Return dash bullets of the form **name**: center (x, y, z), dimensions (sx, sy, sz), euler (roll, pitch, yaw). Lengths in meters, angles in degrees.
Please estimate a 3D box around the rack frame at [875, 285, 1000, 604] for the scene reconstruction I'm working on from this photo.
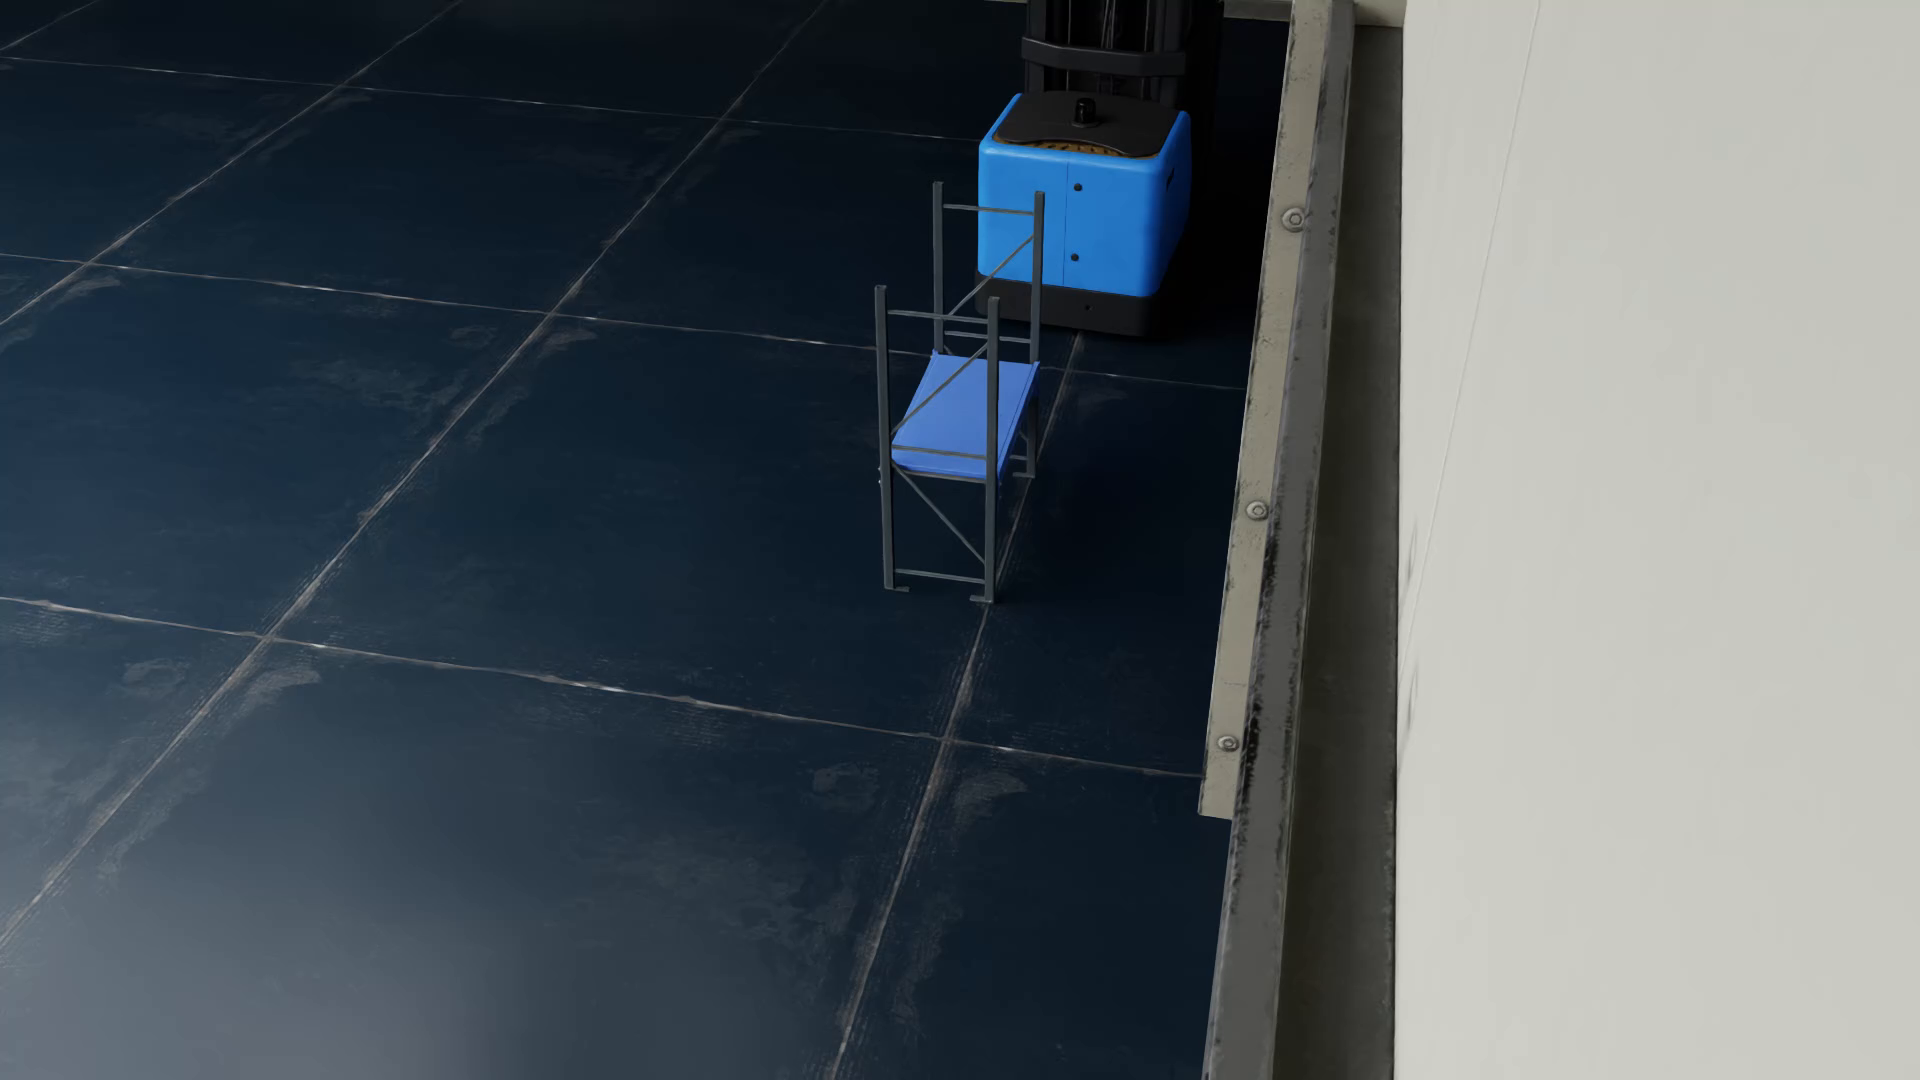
- **rack frame**: center (-0.090, -0.365, 6.975), dimensions (0.500, 1.500, 0.032), euler (7, 37, 10)

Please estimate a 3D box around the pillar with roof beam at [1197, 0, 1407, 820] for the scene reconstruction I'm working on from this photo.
- **pillar with roof beam**: center (-3.111, -3.237, 4.548), dimensions (9.100, 9.000, 0.400), euler (7, 37, 10)

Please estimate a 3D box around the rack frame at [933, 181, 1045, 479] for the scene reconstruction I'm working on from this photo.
- **rack frame**: center (0.127, -0.948, 7.779), dimensions (0.500, 1.500, 0.032), euler (7, 37, 10)

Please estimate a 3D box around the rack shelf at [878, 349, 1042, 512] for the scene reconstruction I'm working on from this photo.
- **rack shelf**: center (0.018, -0.511, 7.483), dimensions (0.538, 0.185, 1.000), euler (7, 37, 10)

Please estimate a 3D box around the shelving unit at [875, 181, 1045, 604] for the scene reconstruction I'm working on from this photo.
- **shelving unit**: center (0.018, -0.656, 7.377), dimensions (0.538, 1.500, 1.048), euler (7, 37, 10)

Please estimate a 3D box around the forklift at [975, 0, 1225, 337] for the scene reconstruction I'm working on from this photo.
- **forklift**: center (0.988, -3.173, 9.630), dimensions (1.130, 2.935, 3.031), euler (10, 37, 13)
